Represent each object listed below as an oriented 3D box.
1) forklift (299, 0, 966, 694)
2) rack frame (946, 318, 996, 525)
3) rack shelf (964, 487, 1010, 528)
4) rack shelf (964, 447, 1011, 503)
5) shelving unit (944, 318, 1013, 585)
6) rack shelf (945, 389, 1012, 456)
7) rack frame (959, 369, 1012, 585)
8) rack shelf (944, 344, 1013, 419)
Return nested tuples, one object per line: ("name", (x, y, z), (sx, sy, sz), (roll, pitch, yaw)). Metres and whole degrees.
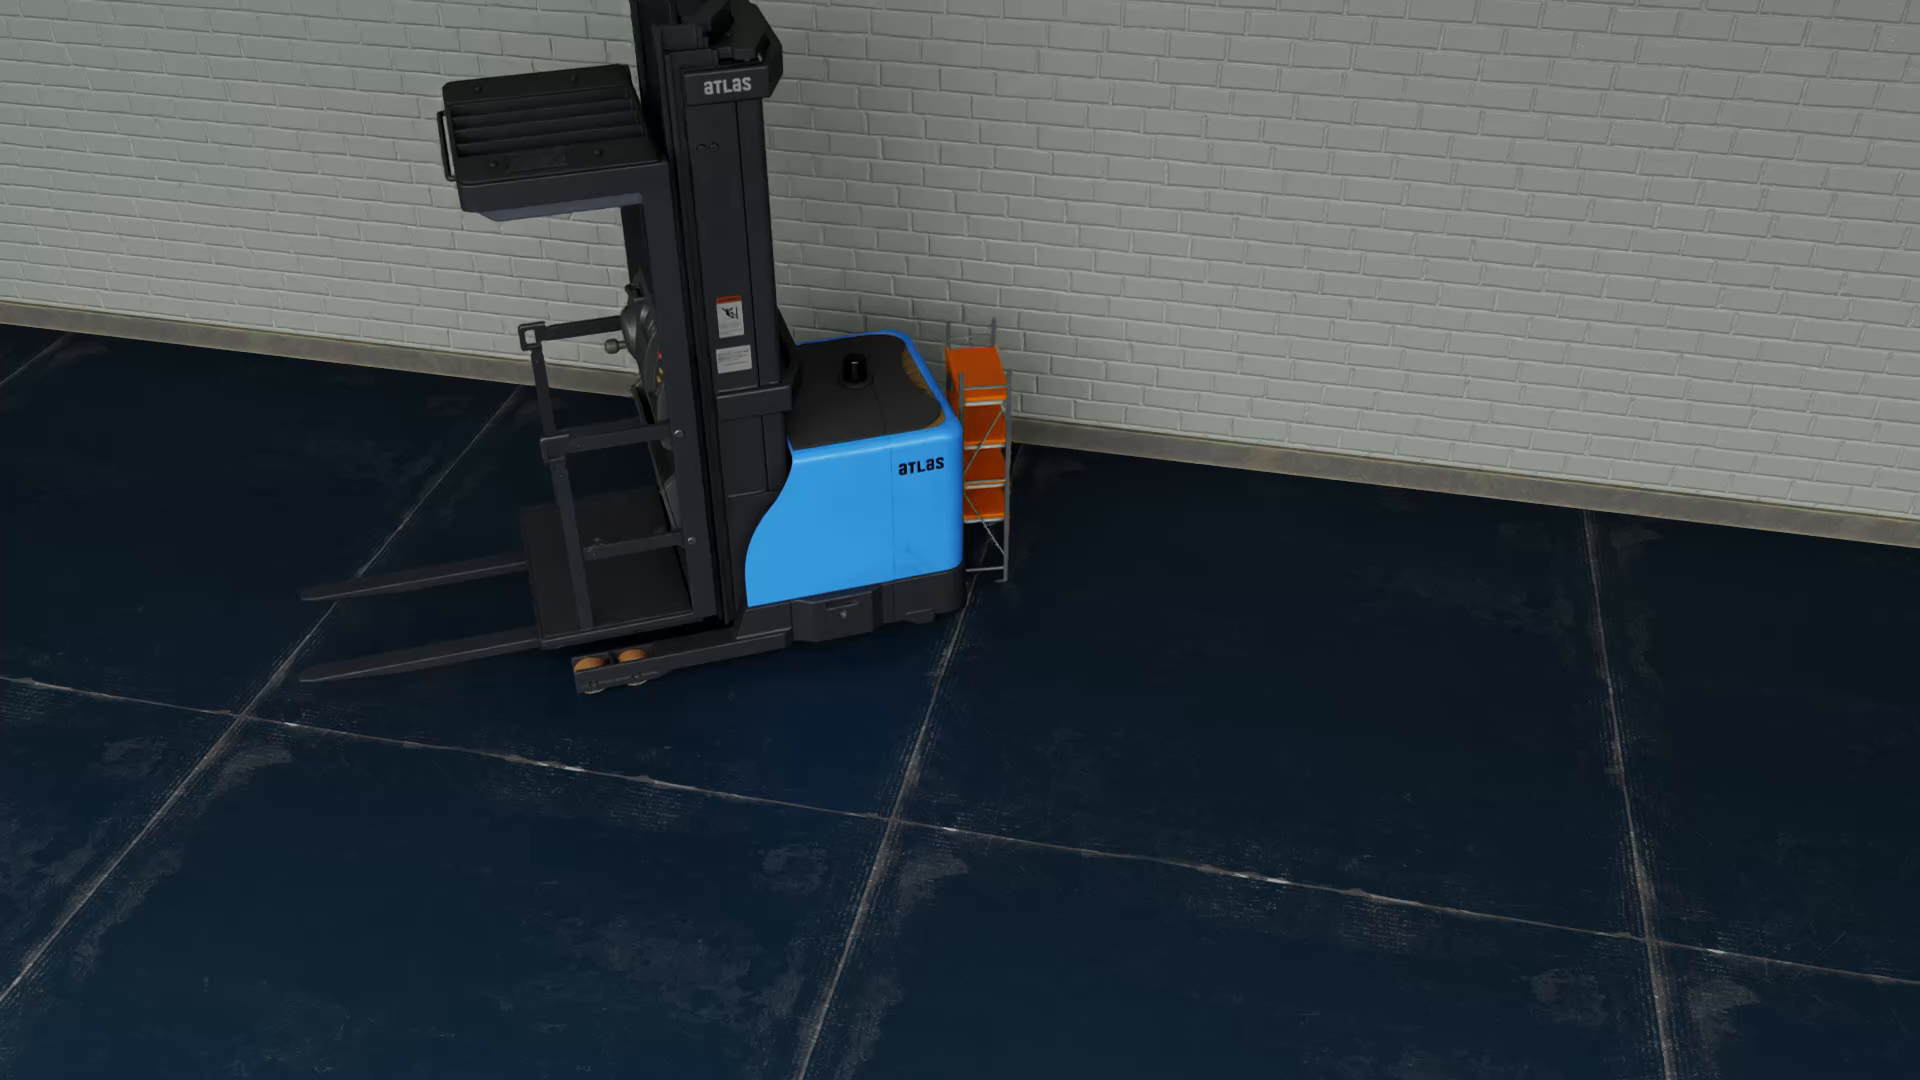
("forklift", (-1.549, -0.837, 7.177), (3.031, 2.935, 1.130), (-10, 37, -14))
("rack frame", (0.052, -0.561, 8.271), (0.240, 1.200, 0.015), (-4, 36, -6))
("rack shelf", (0.084, -0.203, 8.231), (0.258, 0.148, 0.480), (-4, 36, -6))
("rack shelf", (0.084, -0.364, 8.115), (0.258, 0.148, 0.480), (-4, 36, -6))
("shelving unit", (0.084, -0.419, 8.075), (0.258, 1.200, 0.503), (-4, 36, -6))
("rack shelf", (0.084, -0.545, 7.984), (0.258, 0.148, 0.480), (-4, 36, -6))
("rack frame", (0.116, -0.277, 7.880), (0.240, 1.200, 0.015), (-4, 36, -6))
("rack shelf", (0.084, -0.737, 7.845), (0.258, 0.148, 0.480), (-4, 36, -6))
